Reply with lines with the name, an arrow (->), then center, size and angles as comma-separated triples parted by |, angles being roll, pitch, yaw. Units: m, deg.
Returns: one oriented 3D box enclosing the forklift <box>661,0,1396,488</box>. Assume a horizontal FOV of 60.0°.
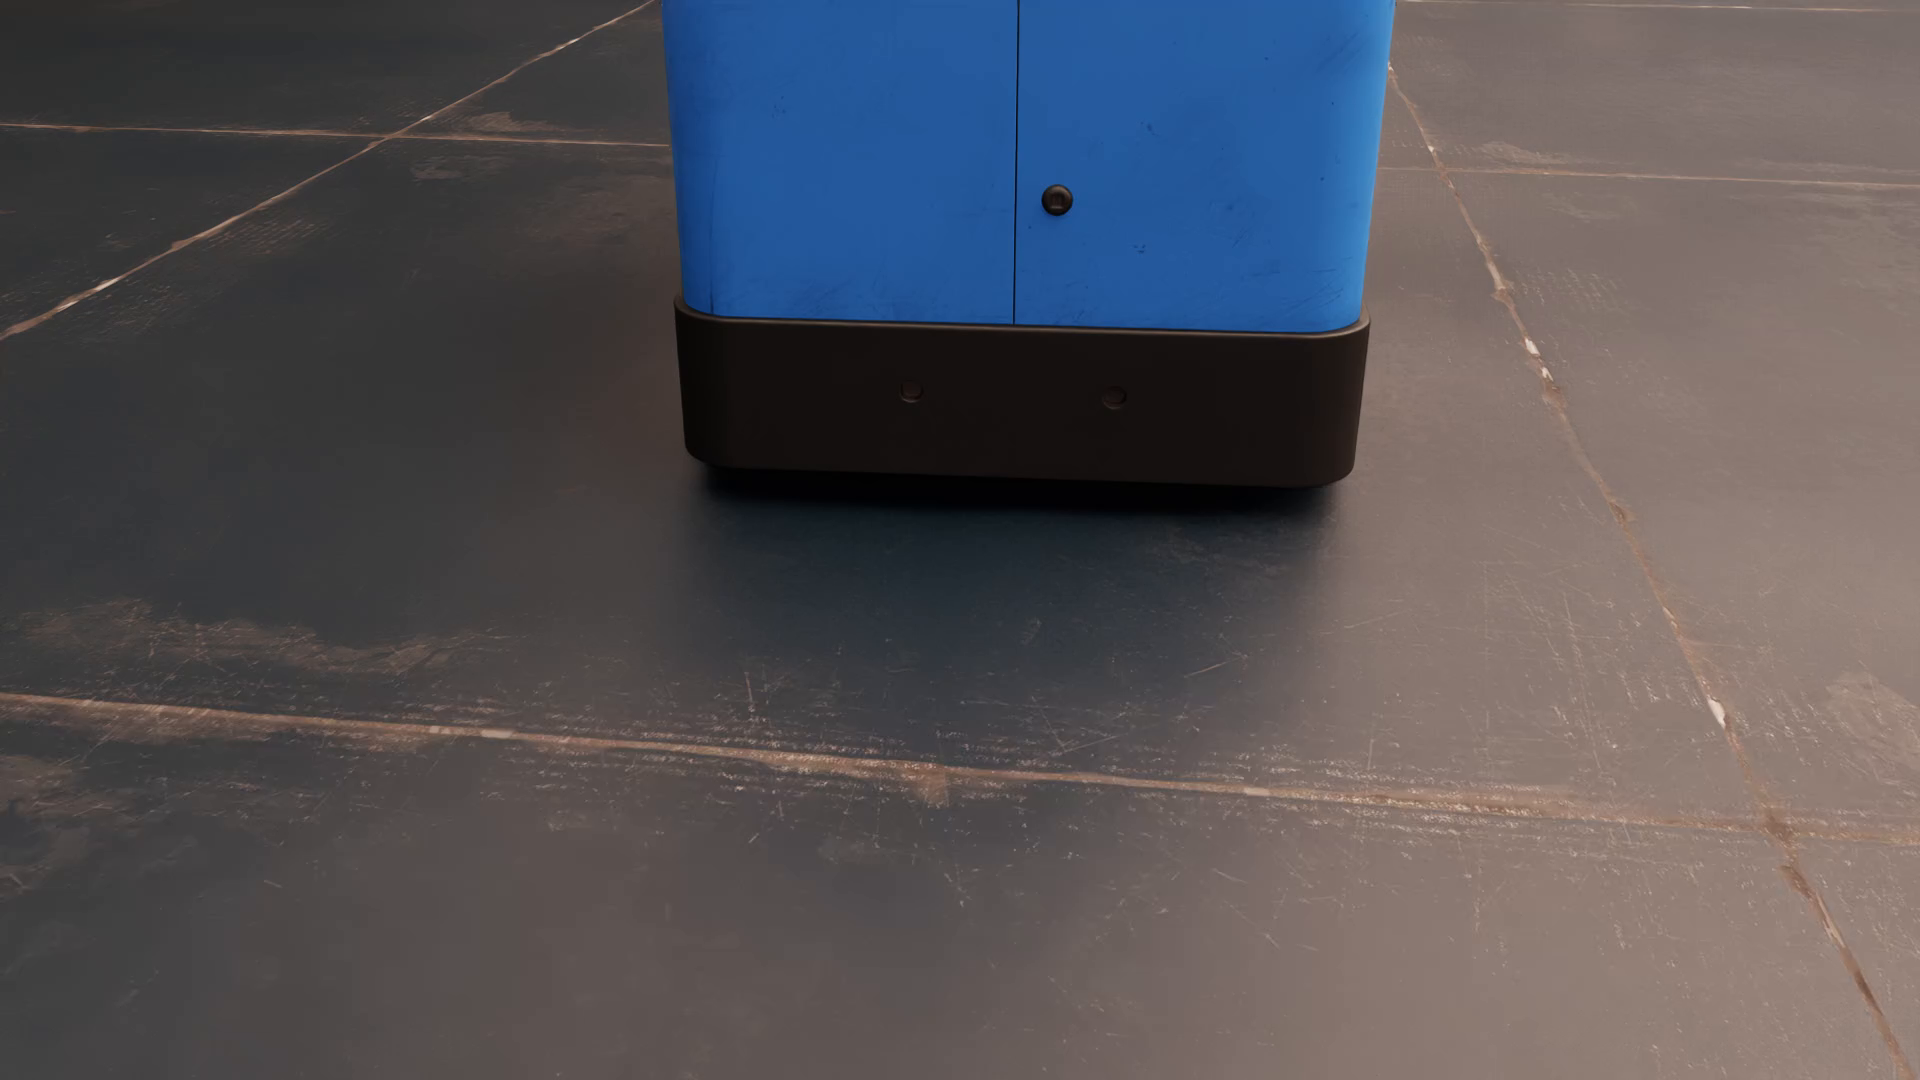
forklift -> 0.206, -2.014, 3.254 | 1.130, 2.935, 3.031 | 2, 27, 4
